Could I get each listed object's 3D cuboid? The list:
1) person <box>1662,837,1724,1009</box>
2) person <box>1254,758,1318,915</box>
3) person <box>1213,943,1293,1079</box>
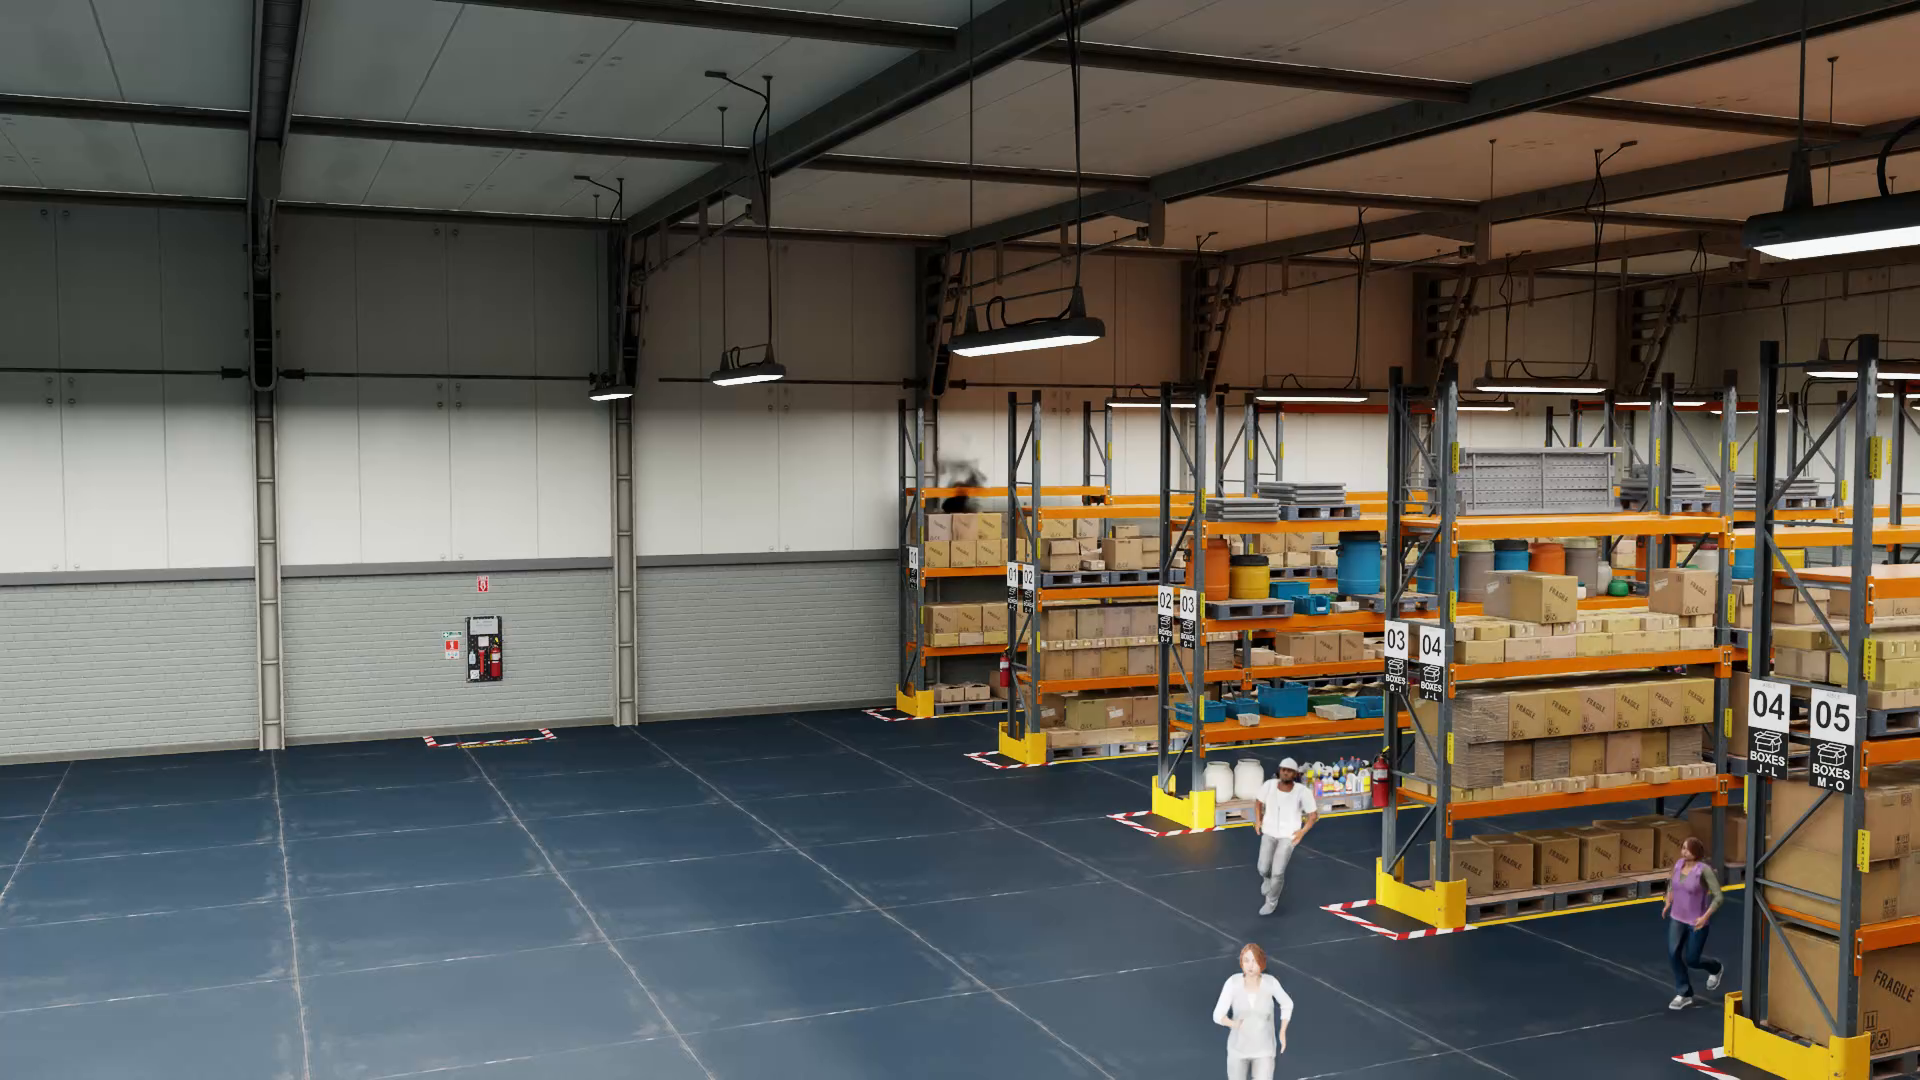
[{"bbox_3d":[6.755,3.492,15.275,0.621,1.568,0.573,-2,4,-32],"label":"person"},{"bbox_3d":[3.583,3.249,18.345,0.721,1.739,0.566,2,4,25],"label":"person"},{"bbox_3d":[2.080,3.651,11.844,0.541,1.579,0.899,1,3,16],"label":"person"}]
